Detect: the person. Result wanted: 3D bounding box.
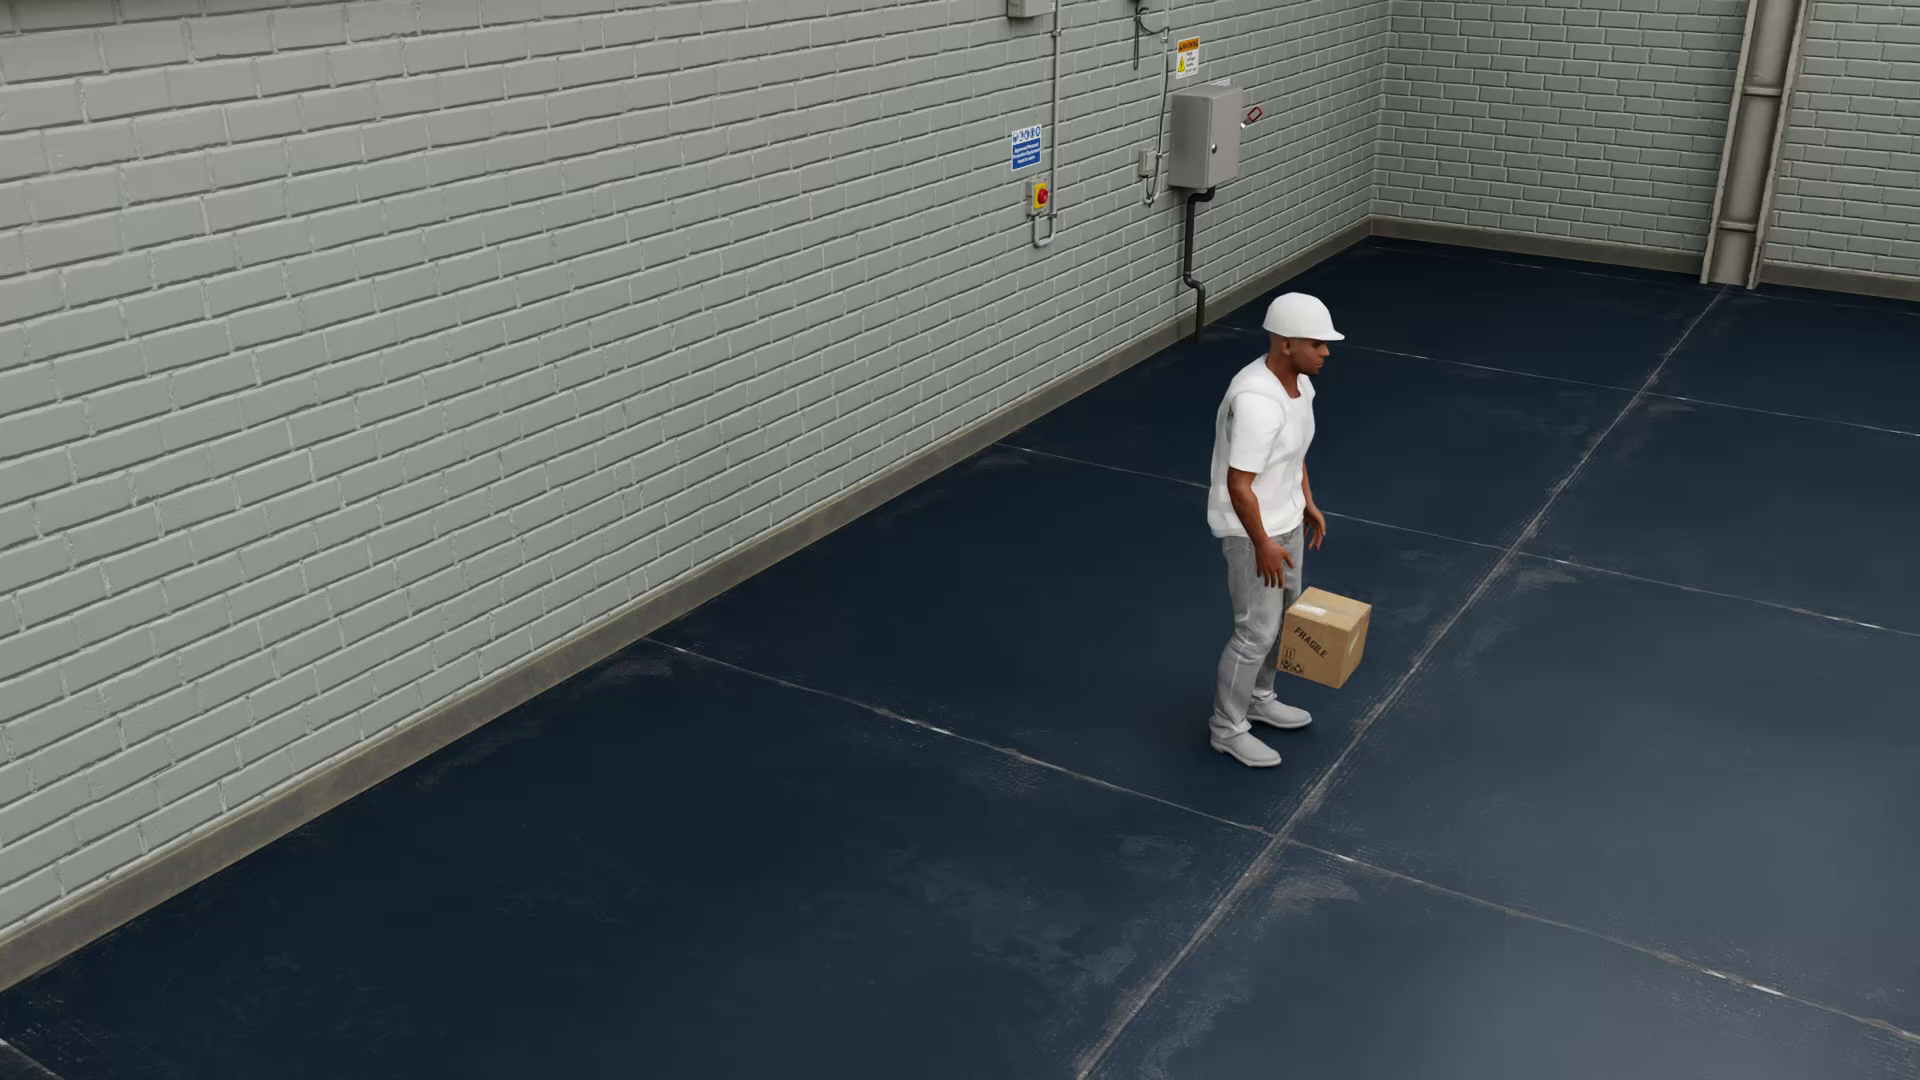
[{"bbox_3d":[1.149,-0.056,6.204,0.430,1.761,0.591,13,26,28],"label":"person"}]
